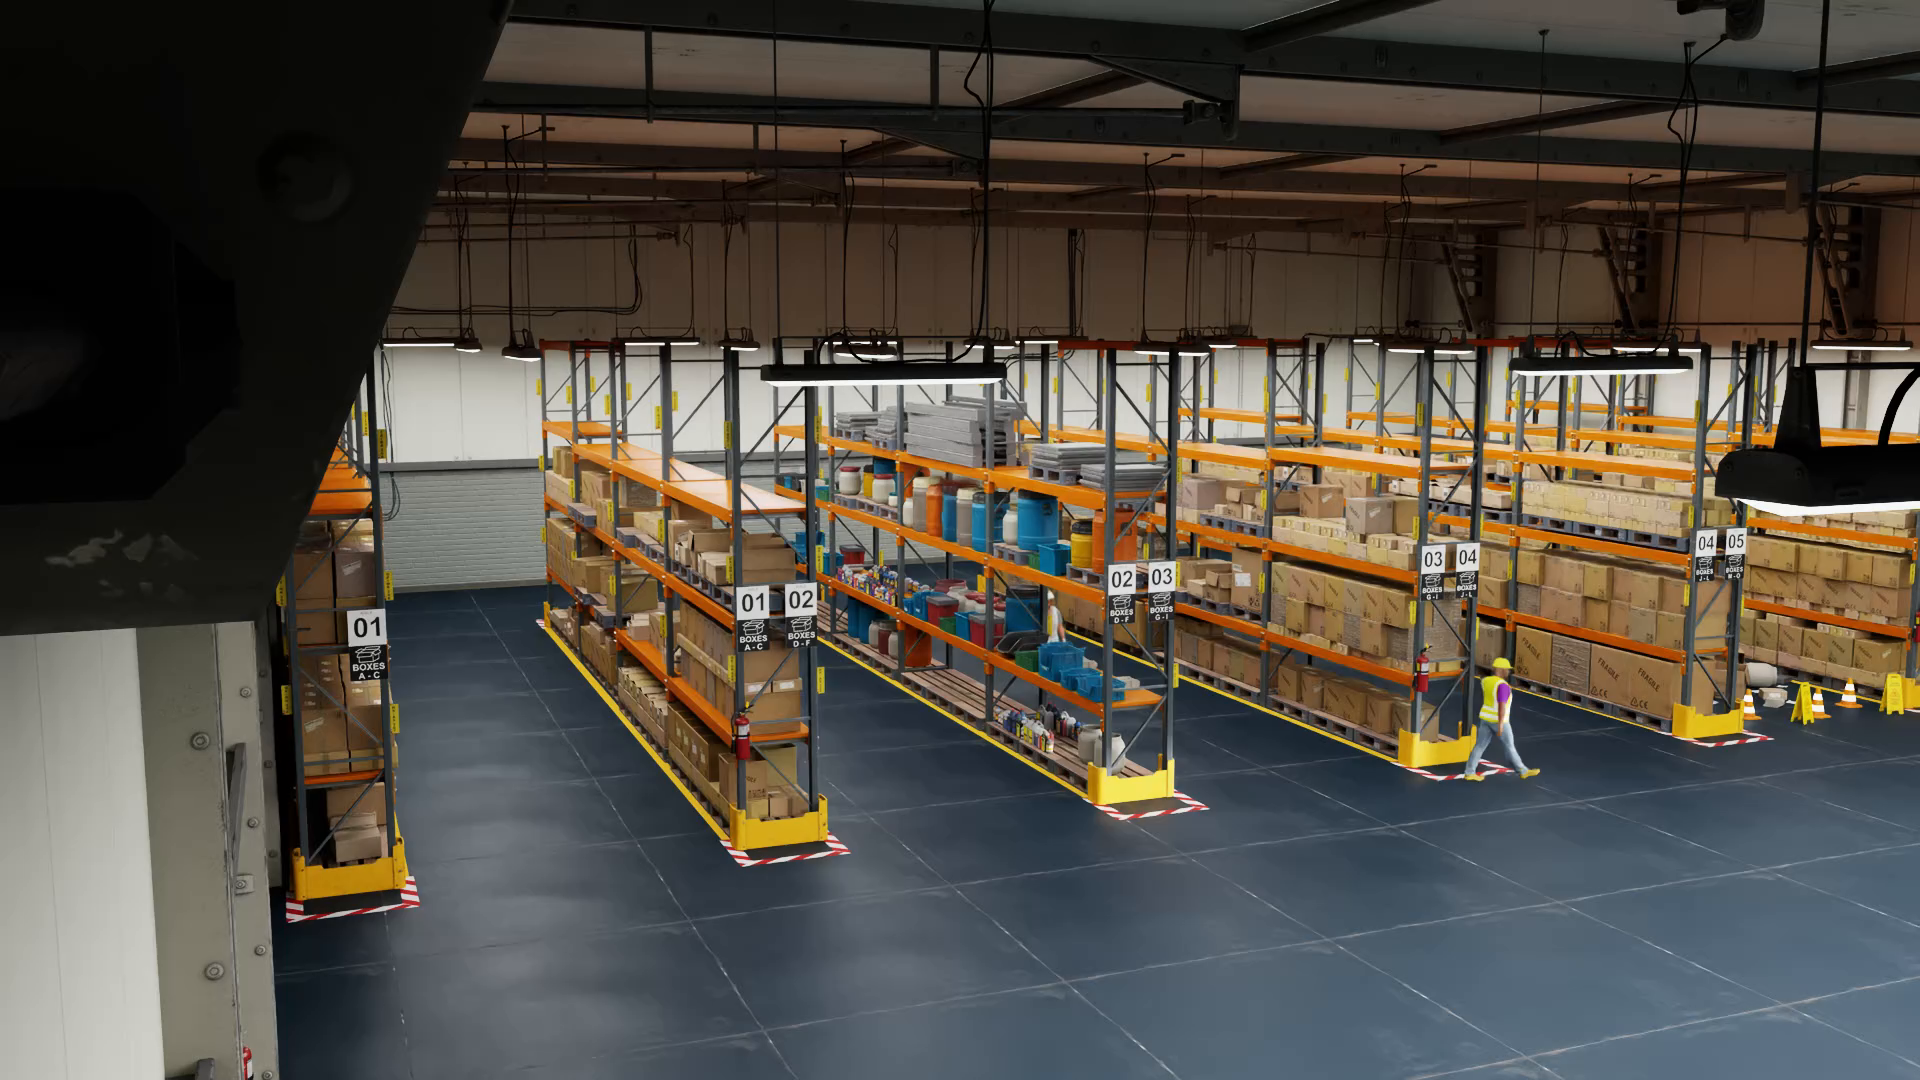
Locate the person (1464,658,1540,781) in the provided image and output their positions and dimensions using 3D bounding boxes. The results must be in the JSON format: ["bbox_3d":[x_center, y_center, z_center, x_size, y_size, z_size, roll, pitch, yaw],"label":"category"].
[{"bbox_3d":[7.467,2.471,23.029,1.057,1.701,0.596,-3,8,-24],"label":"person"}]

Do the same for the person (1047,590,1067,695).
[{"bbox_3d":[1.482,1.682,27.586,0.590,1.709,0.578,-3,8,-22],"label":"person"}]

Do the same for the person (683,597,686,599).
[{"bbox_3d":[-4.921,1.377,31.320,0.554,1.725,1.072,-3,8,-22],"label":"person"}]

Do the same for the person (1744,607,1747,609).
[{"bbox_3d":[16.129,1.091,34.171,0.508,1.703,0.527,-6,9,-37],"label":"person"}]
